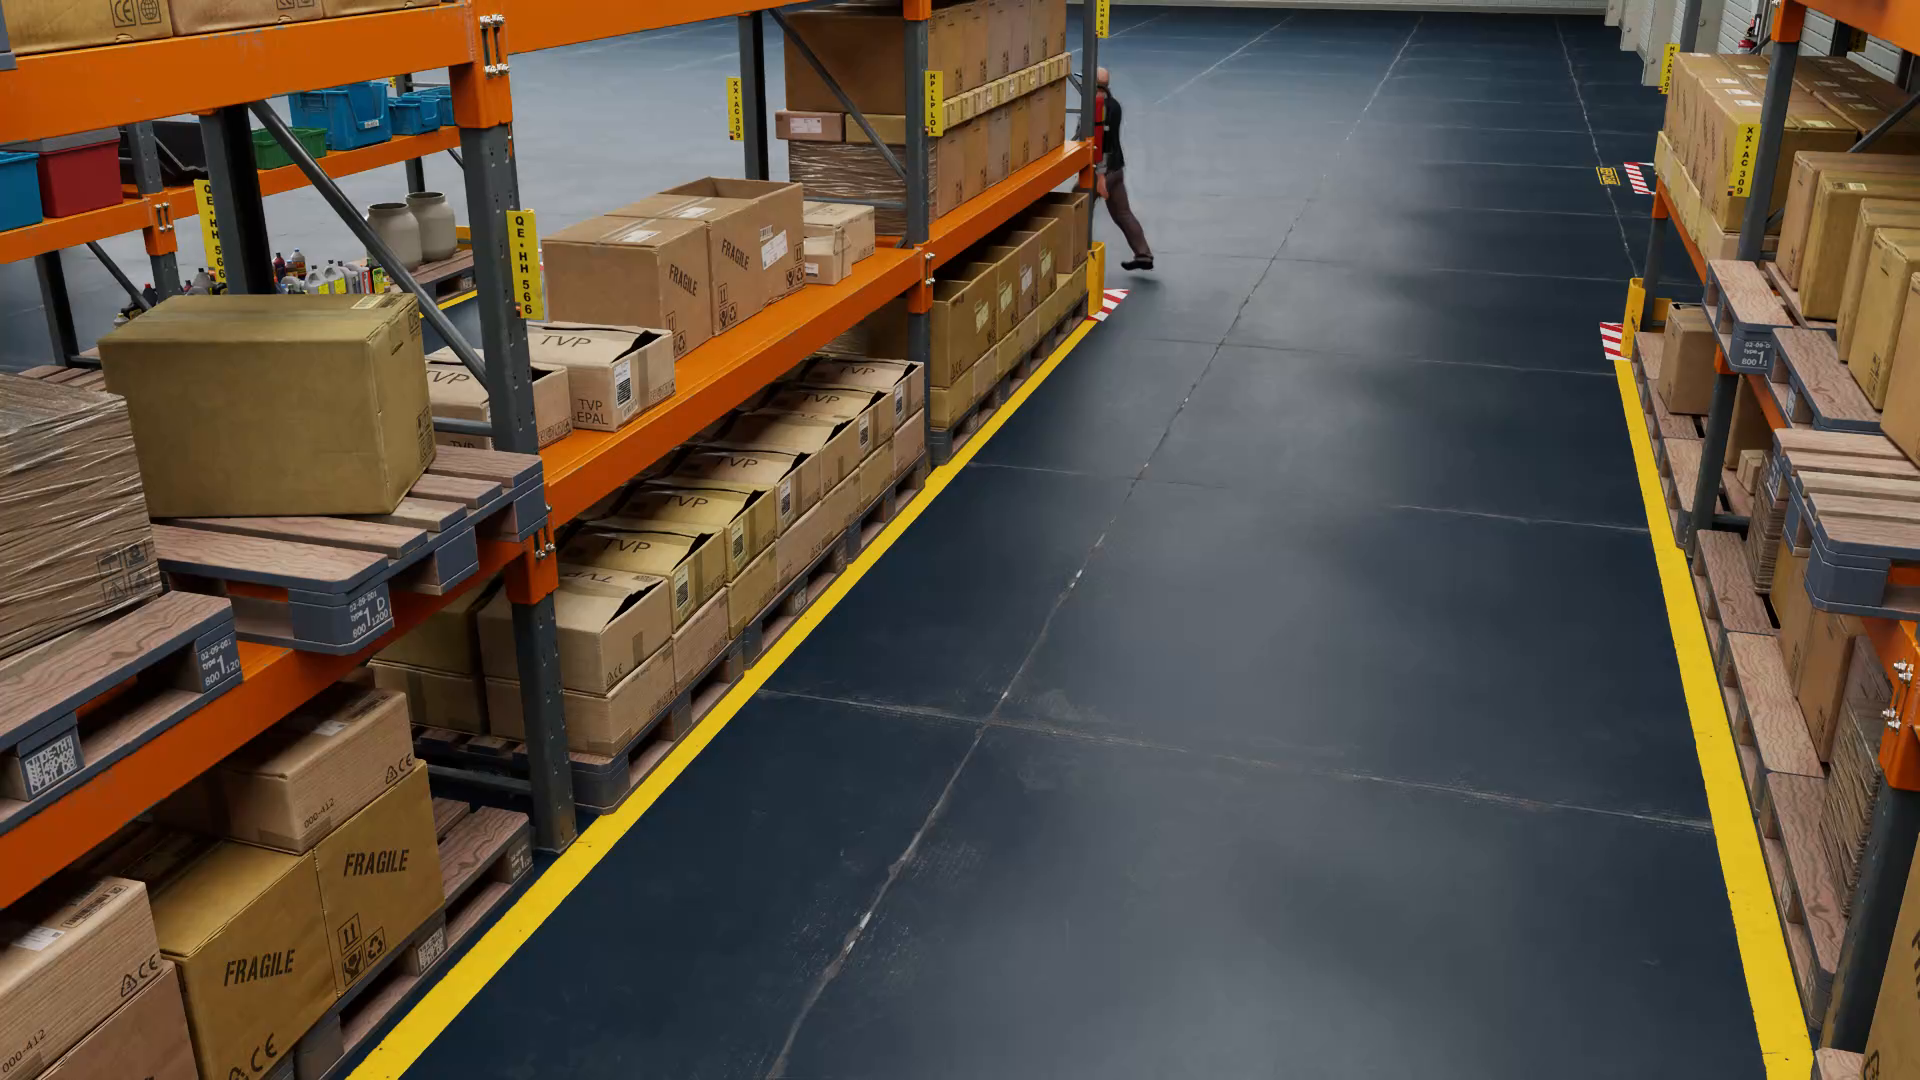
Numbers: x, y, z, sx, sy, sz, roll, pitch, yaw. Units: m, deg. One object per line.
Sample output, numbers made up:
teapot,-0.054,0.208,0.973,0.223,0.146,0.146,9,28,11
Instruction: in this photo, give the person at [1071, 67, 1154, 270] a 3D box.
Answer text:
person,1.096,-3.037,13.701,1.037,1.669,0.662,10,24,23
